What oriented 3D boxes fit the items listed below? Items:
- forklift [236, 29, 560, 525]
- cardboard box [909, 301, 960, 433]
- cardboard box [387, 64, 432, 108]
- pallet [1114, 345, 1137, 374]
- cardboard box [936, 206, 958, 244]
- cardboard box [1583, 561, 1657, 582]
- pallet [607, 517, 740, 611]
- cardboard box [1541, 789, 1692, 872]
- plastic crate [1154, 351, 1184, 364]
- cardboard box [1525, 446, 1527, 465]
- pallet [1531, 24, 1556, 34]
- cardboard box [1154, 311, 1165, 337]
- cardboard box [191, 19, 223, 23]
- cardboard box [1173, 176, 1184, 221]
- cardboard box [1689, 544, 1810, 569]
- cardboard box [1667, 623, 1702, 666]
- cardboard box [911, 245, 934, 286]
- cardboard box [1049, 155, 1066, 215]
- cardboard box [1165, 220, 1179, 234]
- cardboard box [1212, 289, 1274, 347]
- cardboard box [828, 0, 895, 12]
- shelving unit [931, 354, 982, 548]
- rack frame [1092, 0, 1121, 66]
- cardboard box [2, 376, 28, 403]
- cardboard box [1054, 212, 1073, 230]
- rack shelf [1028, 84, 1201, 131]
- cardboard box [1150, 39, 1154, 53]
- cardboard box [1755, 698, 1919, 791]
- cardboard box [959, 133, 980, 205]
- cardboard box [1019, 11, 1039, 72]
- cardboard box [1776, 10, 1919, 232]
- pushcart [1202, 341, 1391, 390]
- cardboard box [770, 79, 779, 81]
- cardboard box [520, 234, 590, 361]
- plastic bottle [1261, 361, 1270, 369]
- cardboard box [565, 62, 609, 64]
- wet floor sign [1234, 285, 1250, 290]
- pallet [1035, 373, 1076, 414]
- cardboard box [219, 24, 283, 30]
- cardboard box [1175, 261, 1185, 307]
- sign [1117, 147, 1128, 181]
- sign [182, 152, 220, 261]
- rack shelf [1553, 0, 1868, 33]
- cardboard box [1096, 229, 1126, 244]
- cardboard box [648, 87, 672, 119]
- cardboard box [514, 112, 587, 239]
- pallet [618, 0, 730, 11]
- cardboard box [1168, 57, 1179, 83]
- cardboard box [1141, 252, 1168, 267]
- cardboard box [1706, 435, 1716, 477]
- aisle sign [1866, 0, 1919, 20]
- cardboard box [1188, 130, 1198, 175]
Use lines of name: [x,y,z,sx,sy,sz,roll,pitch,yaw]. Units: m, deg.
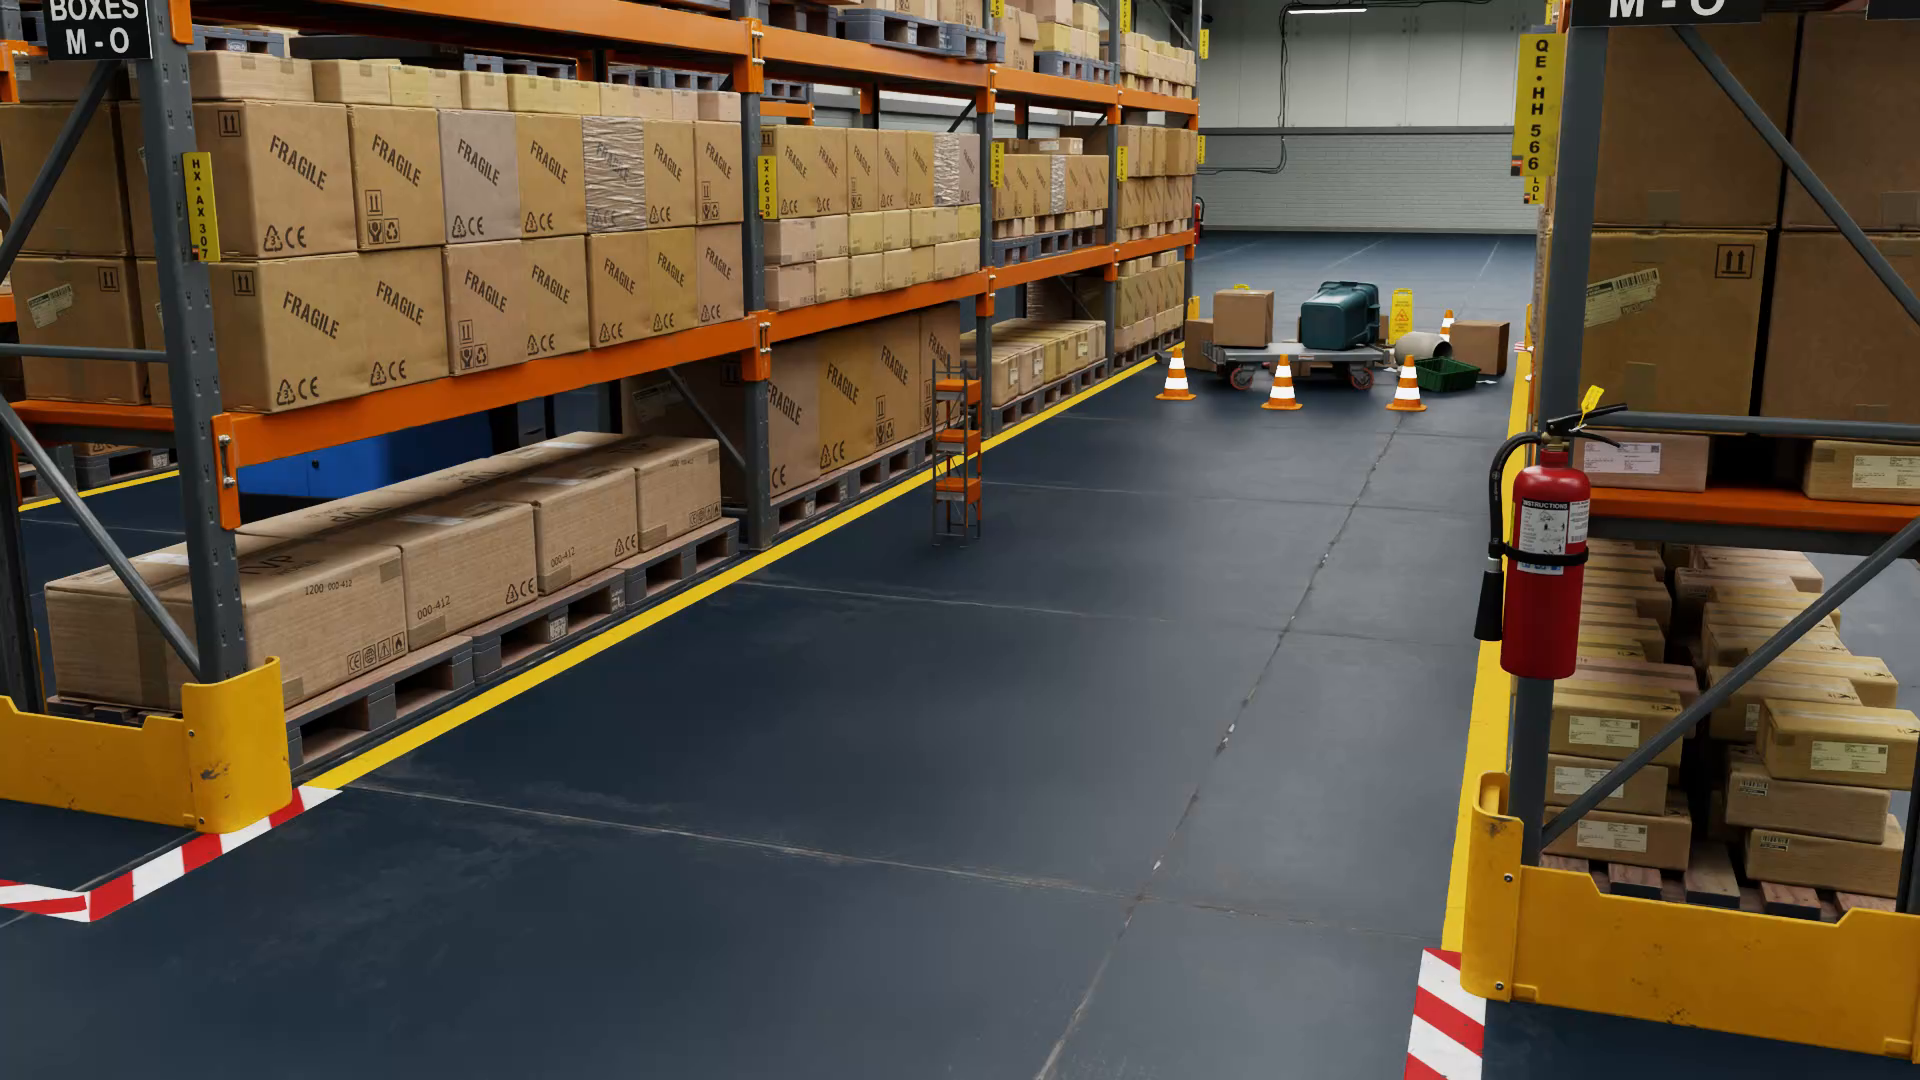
forklift: [-3.163,-1.683,10.275,1.130,2.935,3.031,4,13,15]
cardboard box: [-0.550,-1.309,12.315,0.875,0.875,0.875,4,14,18]
cardboard box: [-2.181,-1.666,6.118,0.380,0.149,0.250,4,13,17]
pallet: [1.230,-1.907,17.367,1.003,0.211,1.213,4,14,18]
cardboard box: [-0.326,-2.222,11.696,0.500,0.250,0.500,4,13,17]
cardboard box: [2.337,0.177,6.097,0.380,0.149,0.250,4,14,19]
pallet: [-1.862,0.076,8.680,1.003,0.211,1.213,4,14,18]
cardboard box: [1.853,0.799,4.710,0.380,0.149,0.250,5,14,19]
plastic crate: [2.330,-1.970,17.941,0.402,0.080,0.583,0,13,-1]
cardboard box: [3.342,-0.371,9.045,0.500,0.500,0.500,4,13,17]
pallet: [4.627,-3.455,11.566,1.213,0.211,1.003,5,14,21]
cardboard box: [1.995,-2.420,18.585,0.500,0.250,0.500,4,13,16]
cardboard box: [-5.348,-3.690,11.570,0.380,0.149,0.250,5,14,20]
cardboard box: [2.260,-3.919,19.024,0.500,0.500,0.500,4,14,19]
cardboard box: [3.029,0.108,6.398,0.380,0.149,0.250,4,13,16]
cardboard box: [2.661,0.407,5.757,0.380,0.149,0.250,5,14,21]
cardboard box: [-0.494,-1.868,11.269,0.500,0.250,0.500,4,14,18]
cardboard box: [0.614,-3.084,14.421,0.500,0.500,0.500,4,13,16]
cardboard box: [2.287,-3.578,18.986,0.380,0.149,0.250,5,14,19]
cardboard box: [2.741,-2.151,16.087,0.500,0.500,0.500,4,14,18]
cardboard box: [-0.619,-3.399,10.256,0.396,0.266,0.258,6,14,23]
shelving unit: [-0.017,-0.501,9.322,0.215,1.050,0.252,4,14,18]
rack frame: [1.047,-6.047,15.759,1.000,3.000,0.127,4,14,18]
cardboard box: [-6.361,-0.905,11.387,0.500,0.500,0.500,4,14,18]
cardboard box: [0.798,-2.863,14.909,0.380,0.149,0.250,4,14,18]
rack shelf: [1.694,-4.655,18.018,1.077,0.370,4.000,4,14,18]
cardboard box: [1.827,-5.172,17.438,0.380,0.149,0.250,4,13,18]
cardboard box: [2.371,0.549,4.469,0.380,0.149,0.250,4,13,16]
cardboard box: [-0.167,-2.689,12.055,0.500,0.500,0.500,4,13,17]
cardboard box: [0.219,-4.116,13.807,0.797,0.503,0.637,4,14,18]
cardboard box: [2.277,-1.017,4.063,0.500,0.500,0.500,4,14,18]
pushcart: [3.220,-1.690,16.045,1.648,0.377,0.936,0,13,-1]
cardboard box: [-2.420,-5.722,20.208,0.396,0.266,0.258,4,14,19]
cardboard box: [-1.944,-1.046,7.104,0.500,0.500,0.500,5,14,20]
plastic bottle: [3.239,-1.826,17.352,0.133,0.061,0.283,7,15,28]
cardboard box: [-3.720,-4.819,16.515,0.380,0.149,0.250,4,14,18]
wet floor sign: [3.415,-2.780,20.216,0.267,0.644,0.232,10,16,38]
pallet: [0.403,-1.341,14.889,1.003,0.211,1.213,4,14,18]
cardboard box: [-5.274,-3.859,12.356,0.380,0.149,0.250,5,14,20]
cardboard box: [2.328,-3.007,19.471,0.500,0.500,0.500,4,14,19]
sign: [1.573,-3.648,16.126,0.100,0.325,0.005,4,14,18]
sign: [-2.313,-1.015,5.071,0.100,0.325,0.005,4,14,18]
rack shelf: [2.528,-1.793,5.480,1.077,0.370,4.000,4,14,18]
cardboard box: [1.452,-3.043,16.644,0.380,0.149,0.250,4,14,18]
cardboard box: [-1.618,-2.103,8.032,0.380,0.149,0.250,4,14,18]
cardboard box: [-1.931,-1.536,7.004,0.500,0.500,0.500,4,14,19]
pallet: [-1.816,-2.685,7.971,1.003,0.211,1.213,4,14,18]
cardboard box: [2.103,-5.156,18.265,0.500,0.250,0.500,5,14,20]
cardboard box: [2.102,-3.133,18.565,0.380,0.149,0.250,5,14,21]
cardboard box: [1.834,-0.277,4.524,0.380,0.149,0.250,4,14,18]
aisle sign: [2.141,-1.491,3.437,0.394,0.787,0.004,4,14,18]
cardboard box: [2.382,-4.522,19.421,0.700,0.500,0.500,4,13,17]
